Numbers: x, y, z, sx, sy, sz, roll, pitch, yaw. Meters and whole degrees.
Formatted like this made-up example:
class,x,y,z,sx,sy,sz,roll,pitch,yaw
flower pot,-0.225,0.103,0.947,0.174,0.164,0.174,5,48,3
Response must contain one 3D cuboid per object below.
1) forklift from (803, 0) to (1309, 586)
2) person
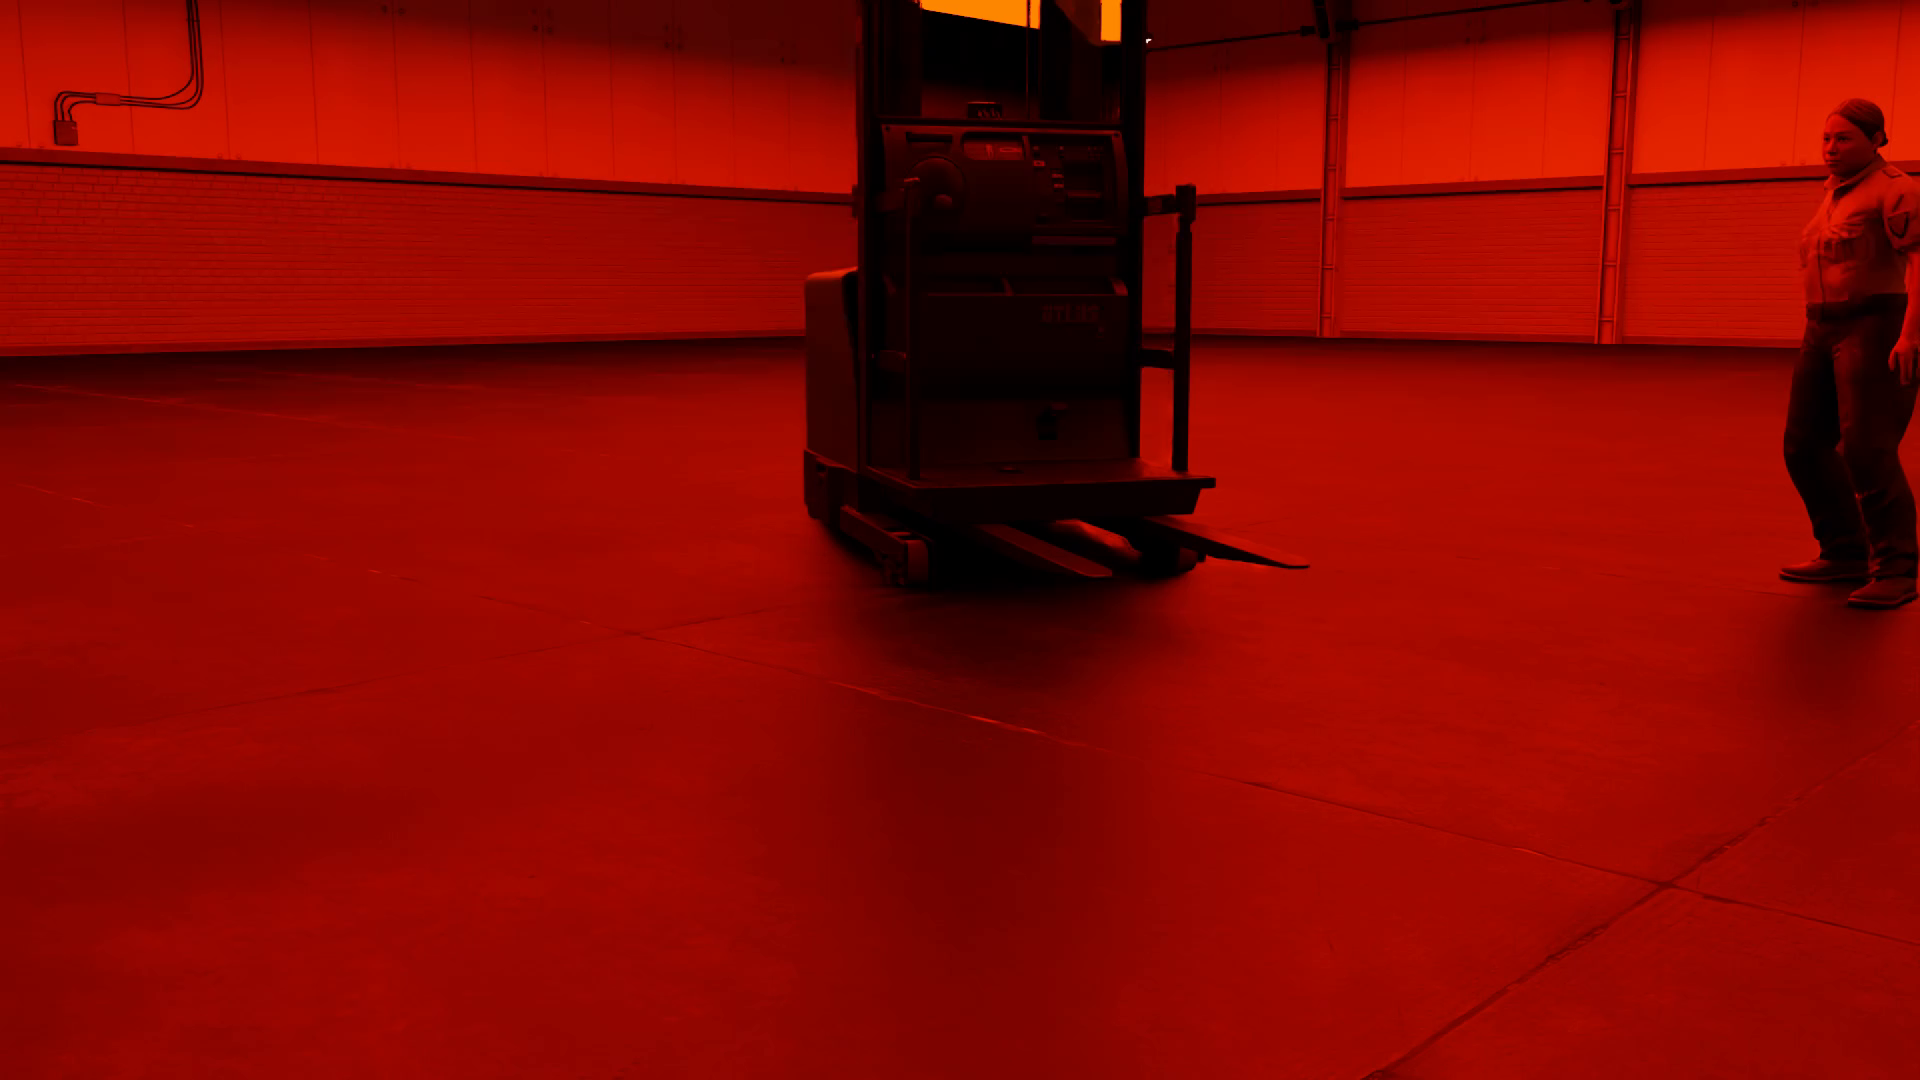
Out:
class,x,y,z,sx,sy,sz,roll,pitch,yaw
forklift,0.234,-1.357,5.883,1.130,2.935,3.031,-3,9,-17
person,3.001,-0.639,5.534,0.372,1.625,0.779,-1,9,-4
